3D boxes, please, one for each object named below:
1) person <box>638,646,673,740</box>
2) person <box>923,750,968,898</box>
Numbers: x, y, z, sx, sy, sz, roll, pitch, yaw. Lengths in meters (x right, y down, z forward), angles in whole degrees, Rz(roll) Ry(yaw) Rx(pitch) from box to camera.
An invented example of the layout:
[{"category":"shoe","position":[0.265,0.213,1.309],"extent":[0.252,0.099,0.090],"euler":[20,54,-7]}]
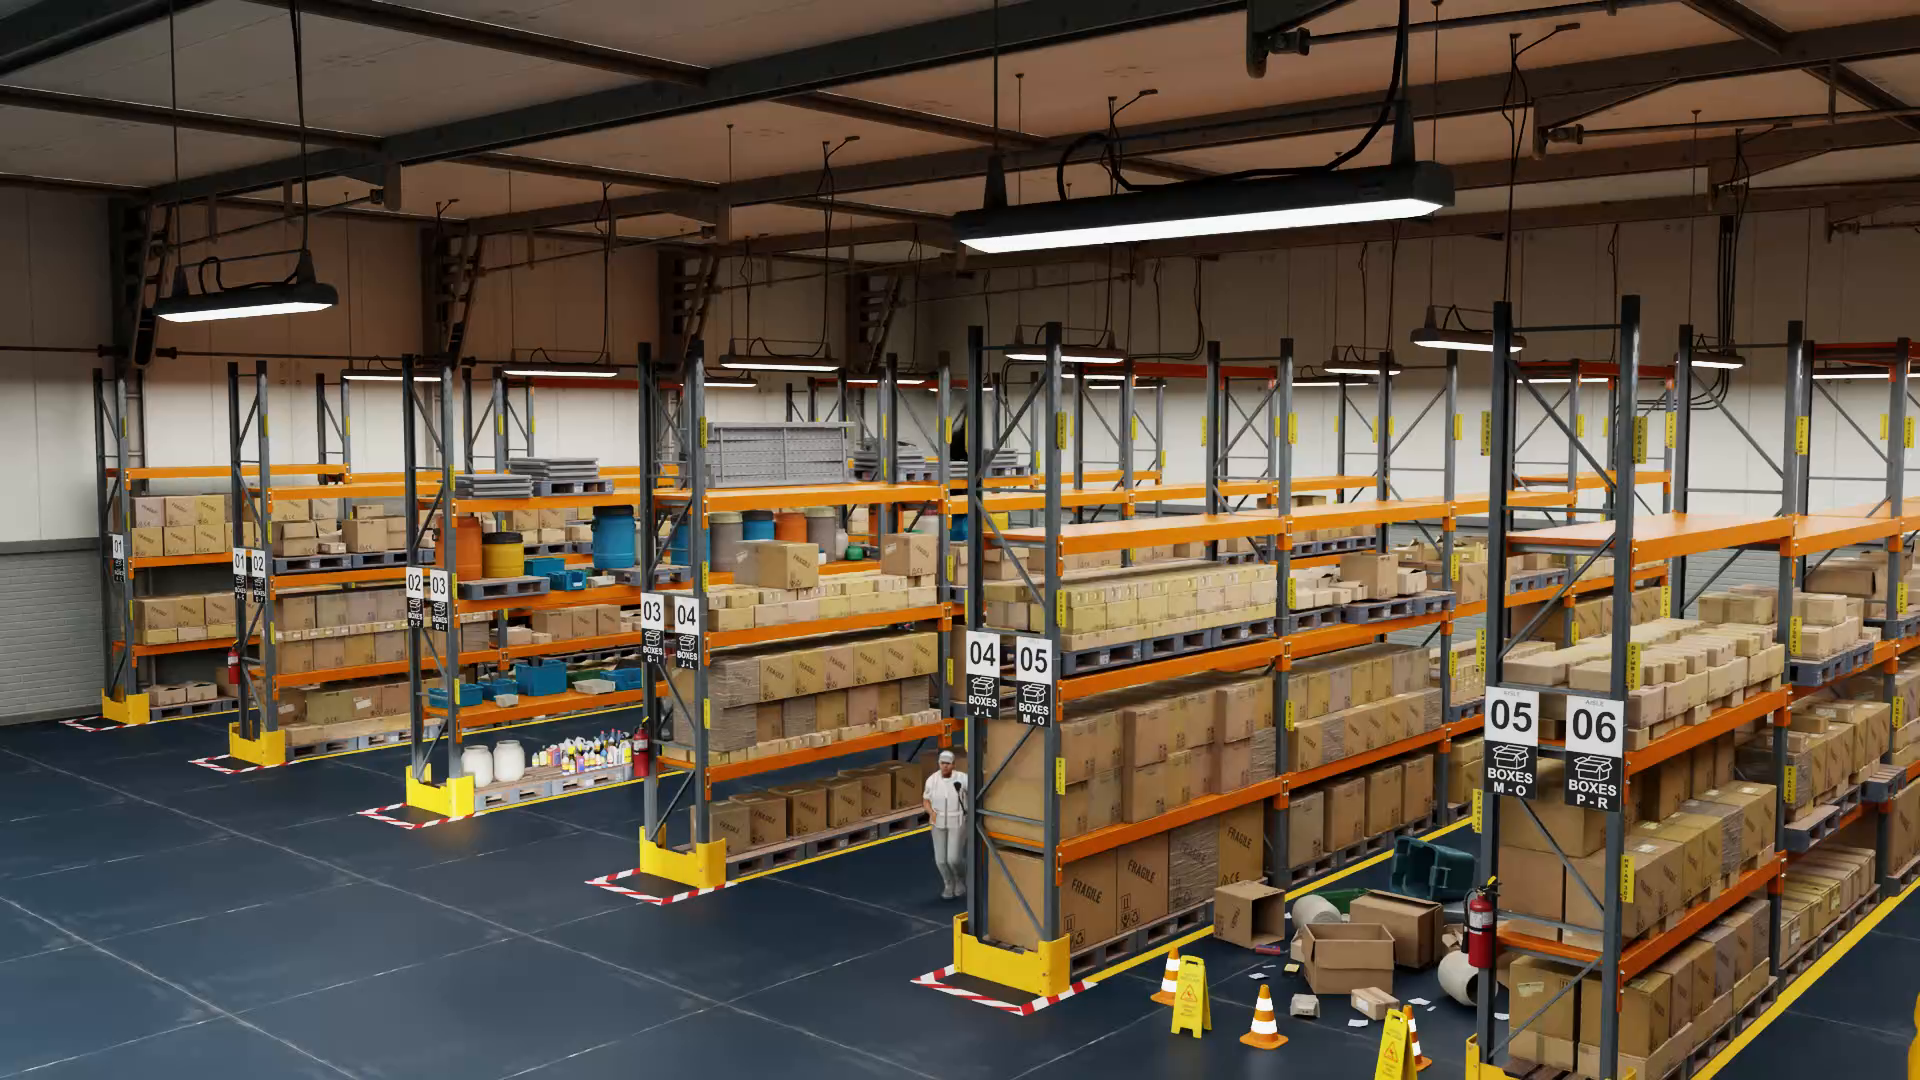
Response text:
[{"category":"person","position":[-4.667,2.420,26.635],"extent":[1.090,1.618,0.662],"euler":[-4,6,-41]},{"category":"person","position":[-0.115,3.045,17.726],"extent":[0.583,1.620,0.667],"euler":[1,4,13]}]
